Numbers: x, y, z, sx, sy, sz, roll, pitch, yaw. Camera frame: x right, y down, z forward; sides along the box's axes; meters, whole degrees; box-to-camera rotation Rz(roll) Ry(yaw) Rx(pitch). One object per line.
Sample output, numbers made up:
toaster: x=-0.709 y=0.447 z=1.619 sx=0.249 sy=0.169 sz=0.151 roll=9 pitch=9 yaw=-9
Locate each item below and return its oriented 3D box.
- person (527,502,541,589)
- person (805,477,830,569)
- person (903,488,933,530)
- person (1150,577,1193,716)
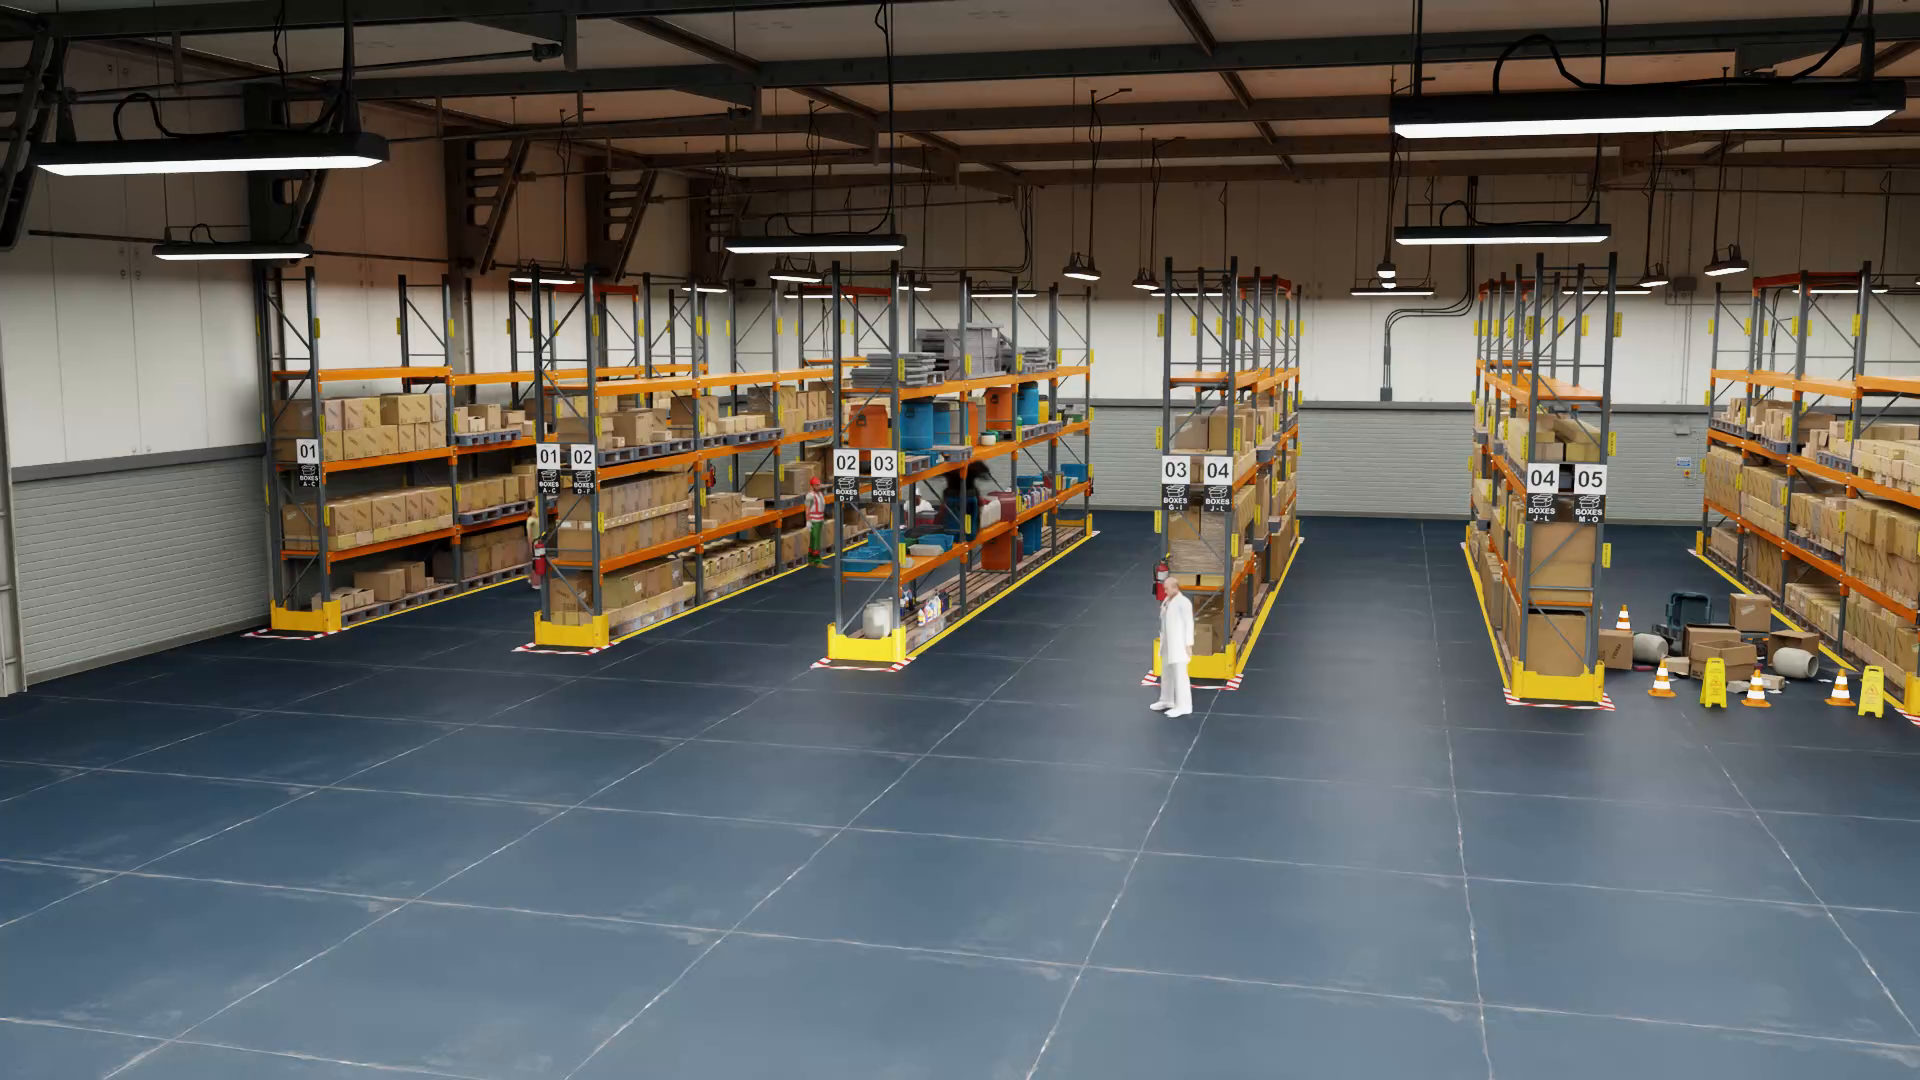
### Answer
person: x=-8.156 y=0.103 z=32.061 sx=0.409 sy=1.676 sz=0.458 roll=-1 pitch=7 yaw=-6
person: x=-2.769 y=-0.354 z=32.893 sx=0.542 sy=1.790 sz=0.551 roll=2 pitch=8 yaw=16
person: x=-0.869 y=-0.179 z=33.961 sx=0.727 sy=1.797 sz=0.870 roll=3 pitch=8 yaw=20
person: x=2.747 y=1.366 z=21.725 sx=0.433 sy=1.776 sz=0.638 roll=-3 pitch=8 yaw=-24
